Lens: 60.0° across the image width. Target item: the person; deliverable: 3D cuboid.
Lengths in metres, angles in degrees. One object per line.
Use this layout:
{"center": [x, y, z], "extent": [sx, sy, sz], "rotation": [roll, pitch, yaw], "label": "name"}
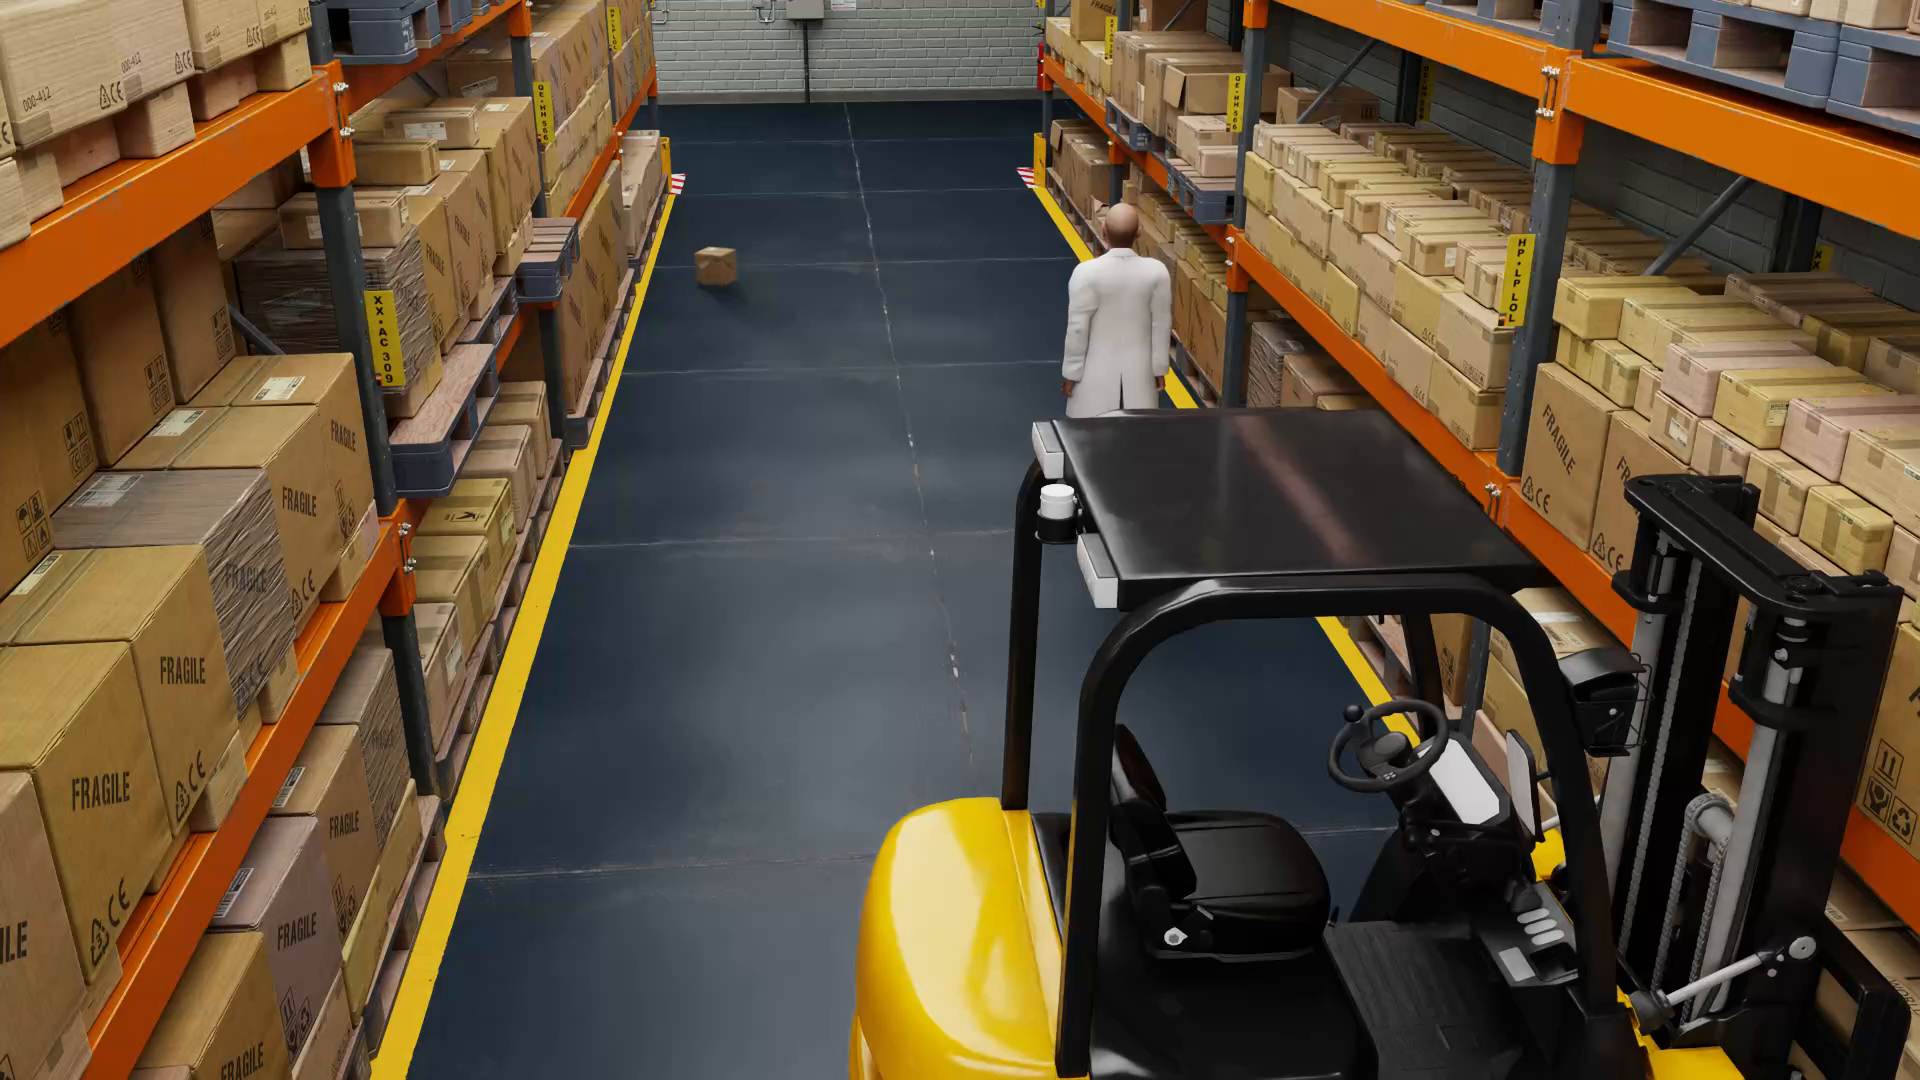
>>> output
{"center": [0.792, -0.862, 8.601], "extent": [0.565, 1.783, 0.377], "rotation": [-4, 24, -9], "label": "person"}
